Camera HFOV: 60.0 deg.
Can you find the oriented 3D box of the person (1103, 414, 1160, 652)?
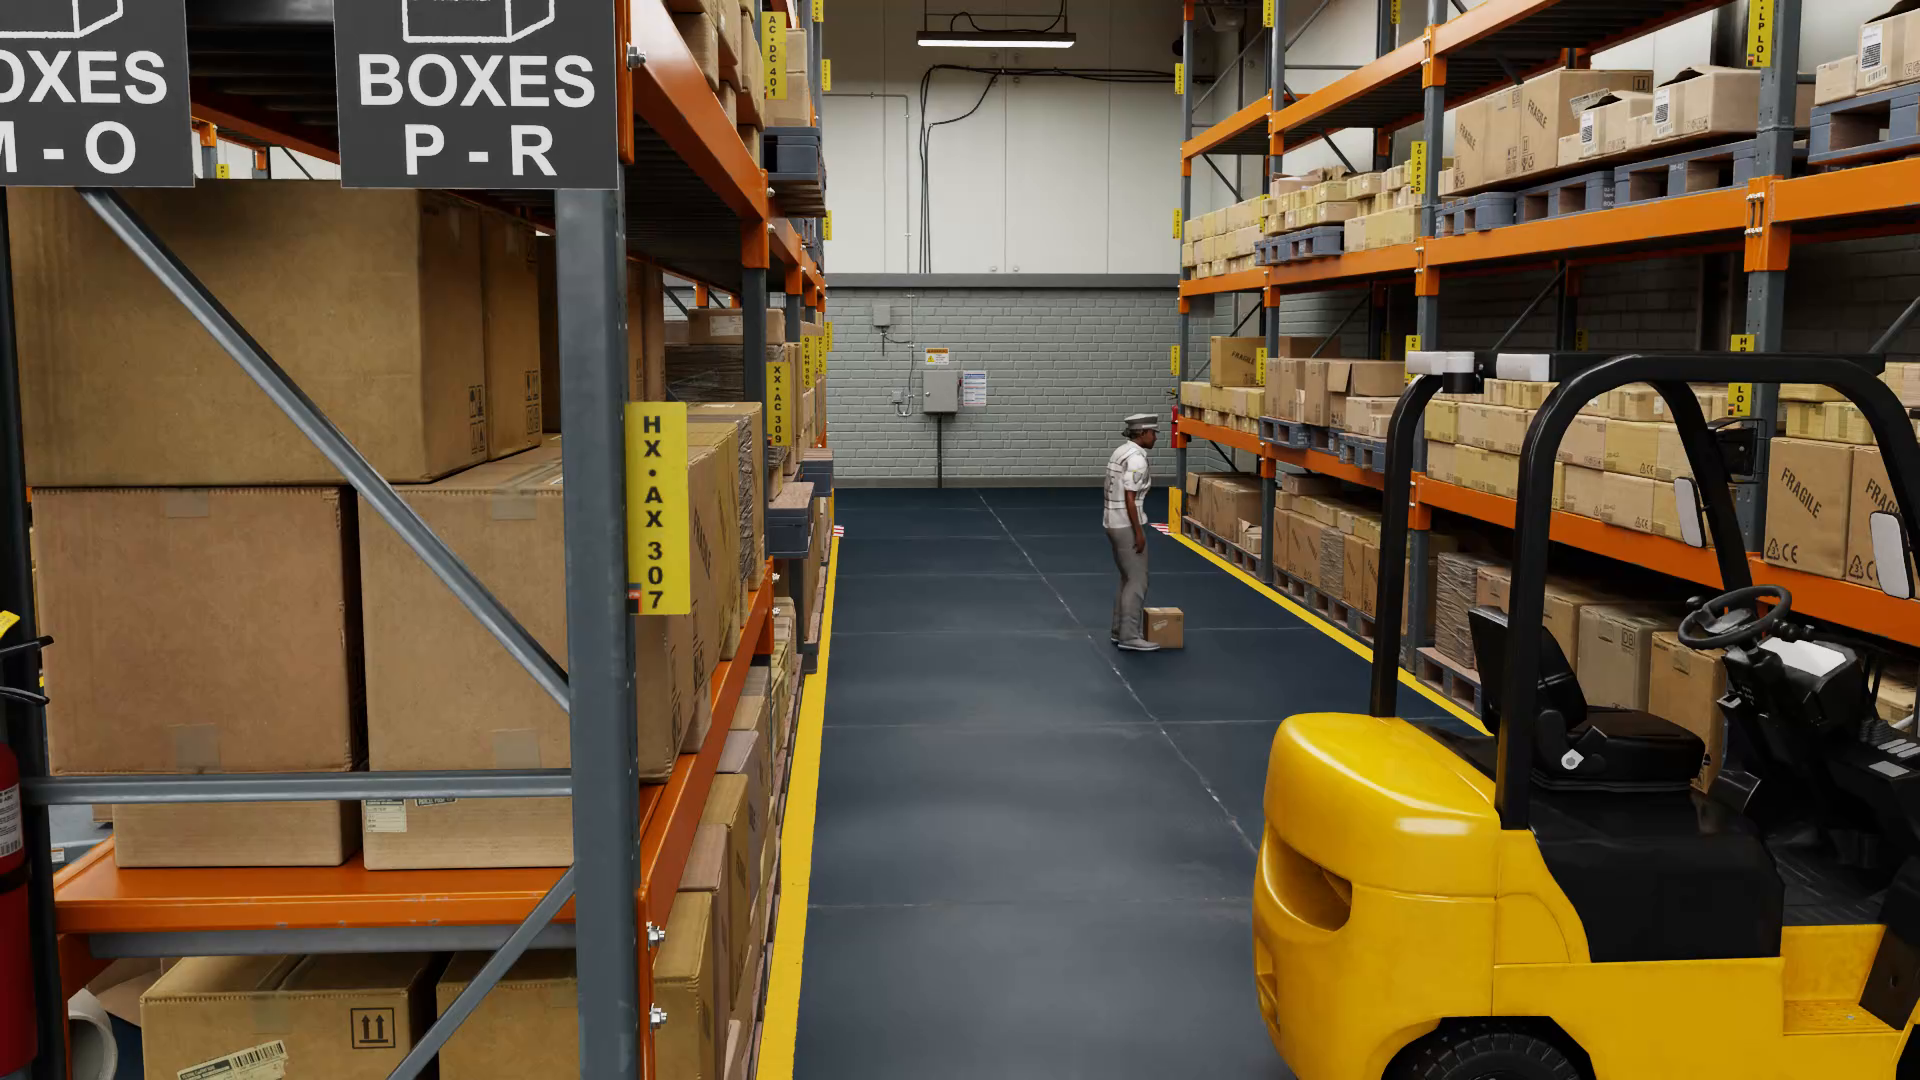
[{"bbox_3d":[1.220,-0.065,11.800,0.395,1.656,0.503,0,7,-4],"label":"person"}]
